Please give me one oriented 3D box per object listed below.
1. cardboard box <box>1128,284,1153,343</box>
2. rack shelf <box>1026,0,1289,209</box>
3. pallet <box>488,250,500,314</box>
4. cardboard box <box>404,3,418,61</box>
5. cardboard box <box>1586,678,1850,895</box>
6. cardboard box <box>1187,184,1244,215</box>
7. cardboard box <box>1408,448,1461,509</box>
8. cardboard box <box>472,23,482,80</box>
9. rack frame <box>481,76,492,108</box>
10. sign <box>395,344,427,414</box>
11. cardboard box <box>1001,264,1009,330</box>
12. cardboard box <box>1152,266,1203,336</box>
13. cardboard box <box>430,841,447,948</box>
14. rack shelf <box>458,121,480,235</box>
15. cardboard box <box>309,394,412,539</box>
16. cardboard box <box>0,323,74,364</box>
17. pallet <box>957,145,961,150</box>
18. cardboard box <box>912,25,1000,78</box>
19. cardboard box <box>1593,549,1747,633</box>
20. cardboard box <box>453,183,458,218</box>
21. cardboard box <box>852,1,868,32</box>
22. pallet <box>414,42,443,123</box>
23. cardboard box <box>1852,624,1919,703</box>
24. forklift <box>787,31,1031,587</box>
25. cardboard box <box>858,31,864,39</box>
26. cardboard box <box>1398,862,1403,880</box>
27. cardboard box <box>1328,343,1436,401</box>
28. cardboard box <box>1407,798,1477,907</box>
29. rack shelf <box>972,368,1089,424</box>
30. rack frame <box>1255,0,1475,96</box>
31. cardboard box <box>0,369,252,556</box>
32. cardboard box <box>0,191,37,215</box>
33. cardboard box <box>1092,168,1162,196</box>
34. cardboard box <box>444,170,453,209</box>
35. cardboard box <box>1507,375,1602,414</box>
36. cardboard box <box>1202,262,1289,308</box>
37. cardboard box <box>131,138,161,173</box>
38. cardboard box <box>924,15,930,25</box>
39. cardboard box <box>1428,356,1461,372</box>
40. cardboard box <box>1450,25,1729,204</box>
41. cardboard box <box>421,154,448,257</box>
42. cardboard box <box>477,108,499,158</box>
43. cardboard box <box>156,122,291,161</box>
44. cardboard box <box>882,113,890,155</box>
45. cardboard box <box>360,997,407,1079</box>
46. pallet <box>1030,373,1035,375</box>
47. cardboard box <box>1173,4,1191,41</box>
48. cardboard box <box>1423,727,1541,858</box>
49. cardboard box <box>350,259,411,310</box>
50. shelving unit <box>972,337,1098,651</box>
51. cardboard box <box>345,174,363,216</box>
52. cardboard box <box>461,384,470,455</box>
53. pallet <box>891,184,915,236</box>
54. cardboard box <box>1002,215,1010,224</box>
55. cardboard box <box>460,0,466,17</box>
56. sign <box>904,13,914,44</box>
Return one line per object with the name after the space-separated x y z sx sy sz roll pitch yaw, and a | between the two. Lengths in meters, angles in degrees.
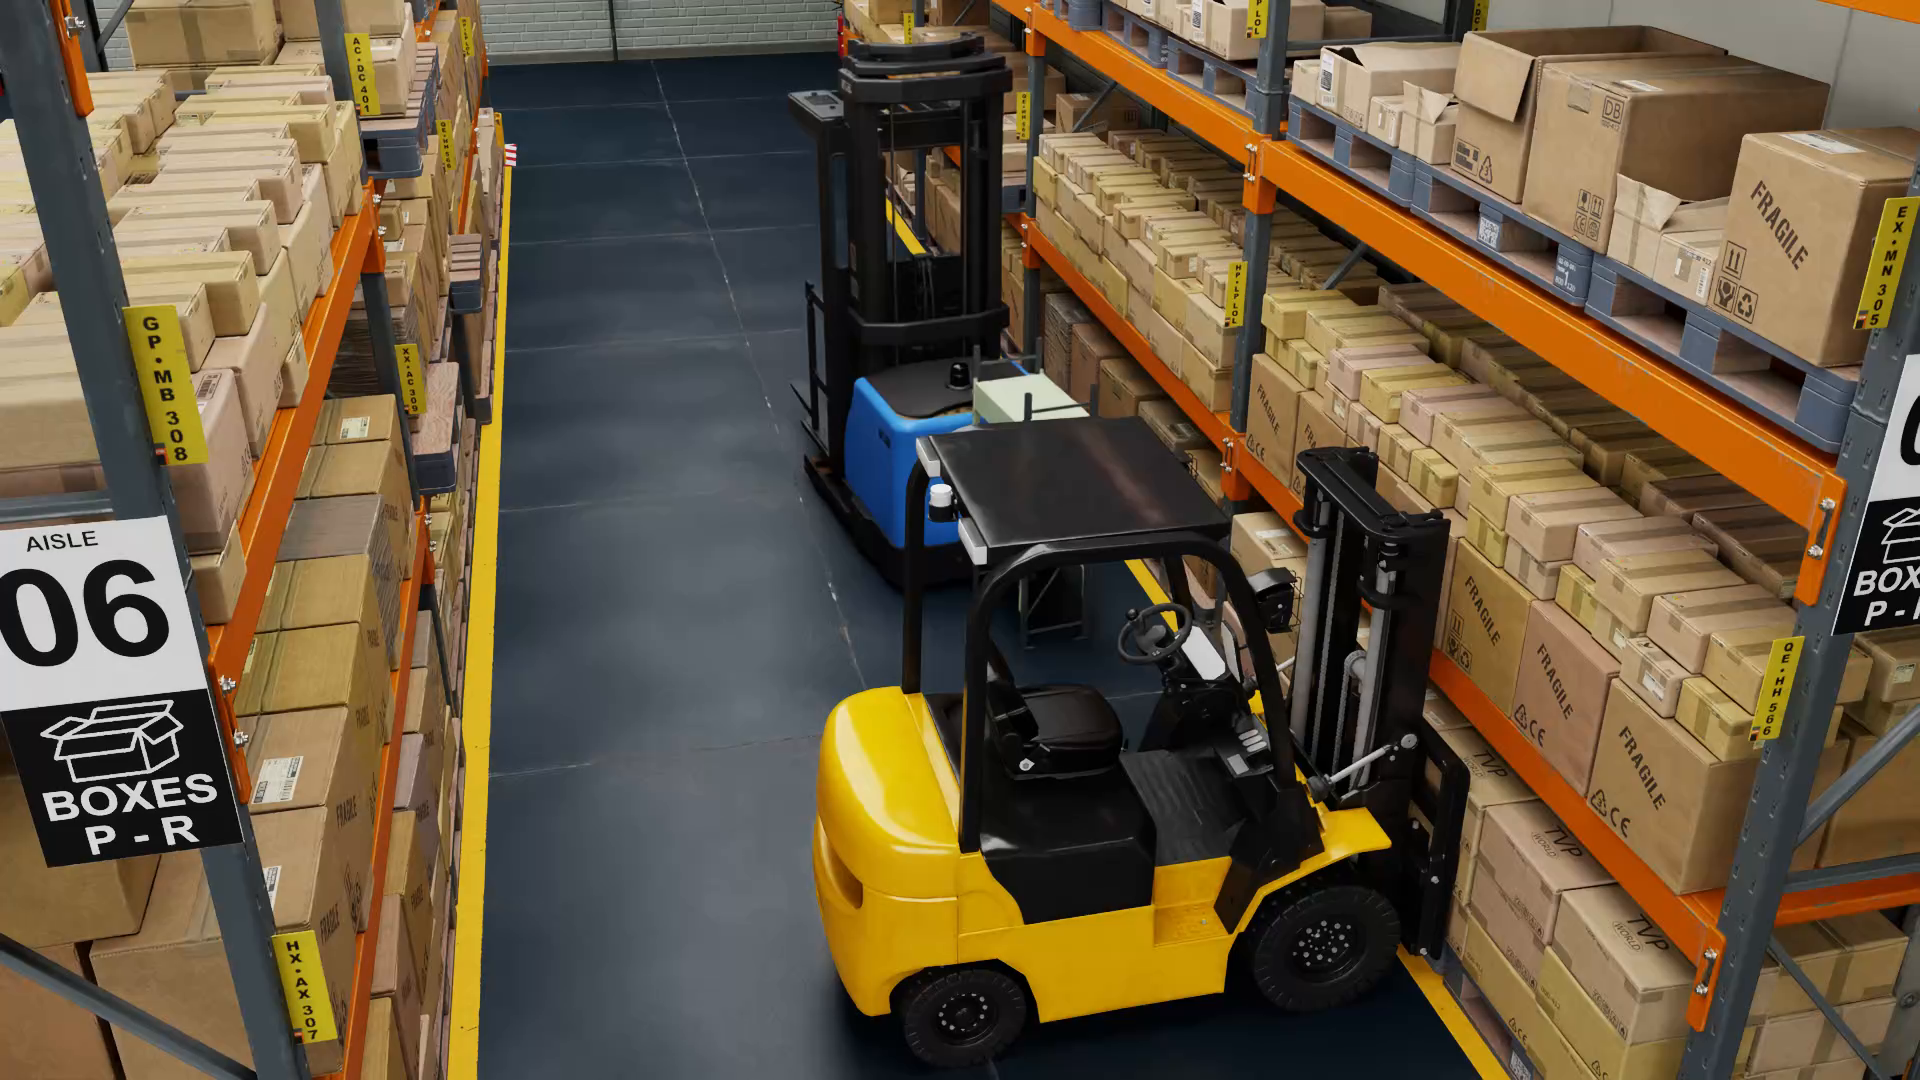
1.303 -1.341 9.745 0.500 0.250 0.500 -6 27 -11 | cardboard box
1.421 -2.668 9.677 1.077 0.370 4.000 -6 27 -12 | rack shelf
-4.519 -2.203 14.380 1.003 0.211 1.213 -6 27 -12 | pallet
-2.954 -2.465 8.176 0.500 0.250 0.500 -6 27 -12 | cardboard box
2.407 0.750 5.325 0.500 0.500 0.500 -7 28 -13 | cardboard box
1.606 -2.068 10.188 0.380 0.149 0.250 -5 27 -10 | cardboard box
2.017 -0.259 6.604 0.380 0.149 0.250 -7 28 -13 | cardboard box
-4.948 -4.722 16.166 0.500 0.500 0.500 -5 27 -10 | cardboard box
-5.667 -5.535 17.887 1.000 3.000 0.127 -6 27 -12 | rack frame
-2.436 -0.712 7.370 0.100 0.325 0.005 -6 27 -12 | sign
0.563 -1.985 13.161 0.500 0.500 0.500 -6 27 -12 | cardboard box
1.389 -1.343 9.194 0.500 0.250 0.500 -7 28 -13 | cardboard box
-2.328 1.462 6.610 0.500 0.250 0.500 -6 27 -11 | cardboard box
-4.315 -2.580 12.830 1.077 0.370 4.000 -6 27 -12 | rack shelf
-2.621 -0.274 7.023 0.500 0.500 0.500 -7 28 -13 | cardboard box
-2.015 -0.379 3.738 0.380 0.149 0.250 -6 27 -12 | cardboard box
0.528 -3.296 13.664 1.003 0.211 1.213 -6 27 -12 | pallet
-0.040 -4.281 14.827 0.700 0.500 0.500 -5 27 -10 | cardboard box
2.316 0.164 5.436 0.380 0.149 0.250 -5 27 -10 | cardboard box
-3.863 -2.420 11.882 0.500 0.250 0.500 -7 28 -13 | cardboard box
-0.879 -5.658 17.968 0.500 0.250 0.500 -6 27 -11 | cardboard box
-3.235 -2.259 8.276 1.213 0.211 1.003 -6 27 -12 | pallet
2.906 0.347 5.072 0.380 0.149 0.250 -6 27 -13 | cardboard box
-0.389 -1.682 10.329 1.130 2.935 3.031 -9 28 -18 | forklift
-0.923 -5.649 18.392 0.380 0.149 0.250 -5 27 -10 | cardboard box
2.014 1.184 7.161 0.500 0.250 0.500 -5 27 -10 | cardboard box
1.826 -0.729 7.205 0.380 0.149 0.250 -5 27 -10 | cardboard box
2.120 1.173 6.628 0.500 0.250 0.500 -7 28 -13 | cardboard box
0.389 -0.602 8.912 0.431 0.370 0.720 -9 28 -18 | rack shelf
1.872 -3.451 7.100 1.000 3.000 0.127 -6 27 -12 | rack frame
-1.915 -0.163 3.752 0.500 0.250 0.500 -6 27 -13 | cardboard box
-2.804 -0.882 4.733 0.380 0.149 0.250 -5 27 -10 | cardboard box
1.057 -2.245 10.538 0.380 0.149 0.250 -6 27 -11 | cardboard box
-3.738 -2.426 11.340 0.500 0.250 0.500 -6 27 -12 | cardboard box
2.496 -0.564 6.878 0.380 0.149 0.250 -6 27 -12 | cardboard box
1.503 -1.345 8.756 0.380 0.149 0.250 -6 27 -12 | cardboard box
-3.005 -1.225 5.856 0.500 0.250 0.500 -6 27 -12 | cardboard box
-0.130 -5.257 17.173 0.500 0.250 0.500 -6 27 -12 | cardboard box
2.336 -0.768 7.612 0.380 0.149 0.250 -5 27 -10 | cardboard box
2.208 -1.524 5.919 0.797 0.503 0.637 -5 27 -10 | cardboard box
-3.364 -1.990 9.957 0.500 0.500 0.500 -6 27 -12 | cardboard box
-5.421 -4.299 17.815 0.875 0.438 0.875 -7 28 -13 | cardboard box
-2.429 -1.277 5.516 0.380 0.149 0.250 -6 28 -13 | cardboard box
-0.610 -4.212 17.575 0.500 0.500 0.500 -5 27 -11 | cardboard box
-1.980 1.802 5.104 0.500 0.500 0.500 -7 28 -13 | cardboard box
1.118 -0.918 11.835 1.003 0.211 1.213 -6 27 -12 | pallet
1.328 -2.683 8.610 0.380 0.149 0.250 -6 27 -12 | cardboard box
2.122 0.963 6.489 0.500 0.250 0.500 -6 27 -11 | cardboard box
-2.725 -1.164 7.599 0.380 0.149 0.250 -6 27 -12 | cardboard box
0.389 -0.254 9.088 0.431 1.500 0.755 -9 28 -18 | shelving unit
-2.594 -1.386 6.617 0.380 0.149 0.250 -6 27 -11 | cardboard box
-3.747 -0.788 10.933 0.950 0.372 0.625 -8 28 -15 | cardboard box
-0.085 -3.341 16.635 1.003 0.211 1.213 -6 27 -12 | pallet
0.432 -2.547 13.556 0.380 0.149 0.250 -6 27 -12 | cardboard box
-4.745 -4.726 15.063 0.500 0.500 0.500 -6 27 -12 | cardboard box
-0.458 -4.612 15.099 0.100 0.325 0.005 -6 27 -12 | sign
